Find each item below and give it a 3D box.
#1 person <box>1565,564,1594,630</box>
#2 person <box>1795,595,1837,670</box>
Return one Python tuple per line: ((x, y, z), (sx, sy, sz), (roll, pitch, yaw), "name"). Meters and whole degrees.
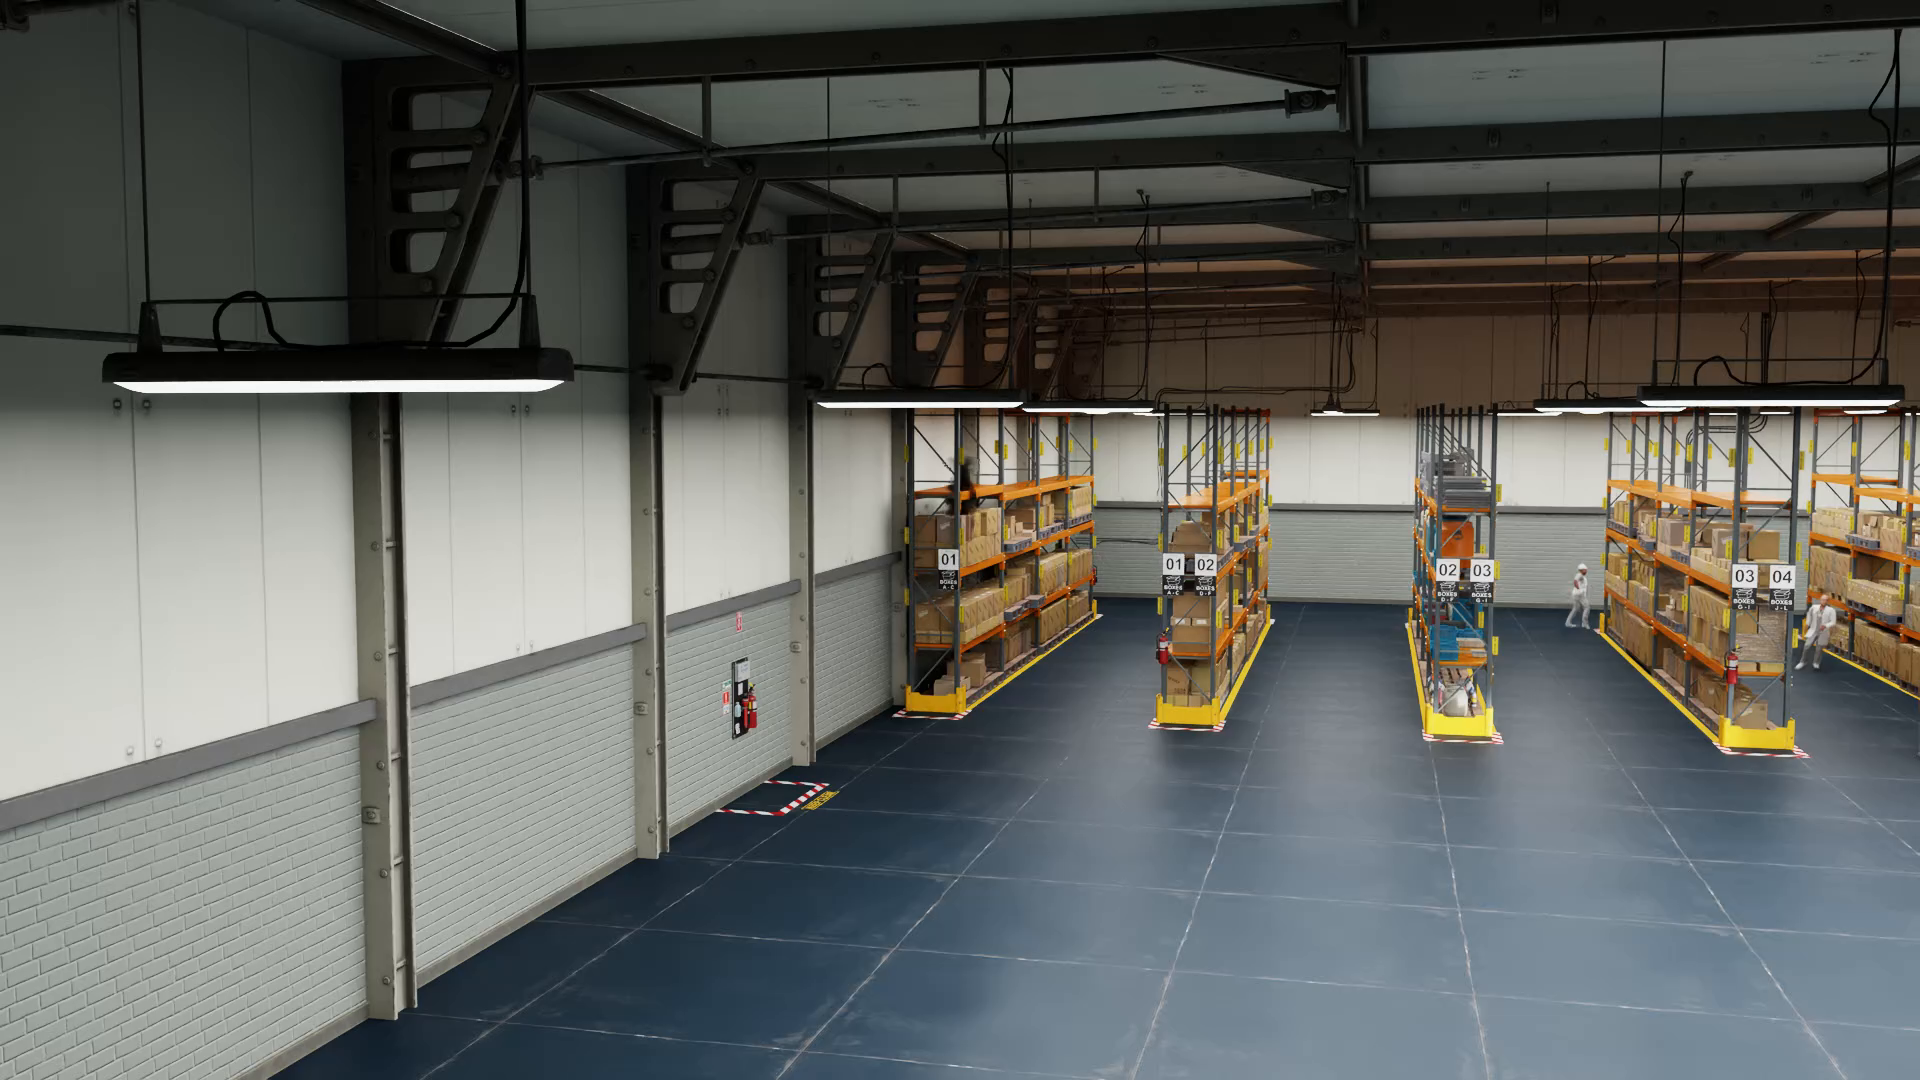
((16.895, 1.545, 45.319), (0.778, 1.760, 0.807), (0, 4, 6), "person")
((19.387, 2.092, 37.602), (0.783, 1.720, 0.857), (3, 5, 39), "person")
